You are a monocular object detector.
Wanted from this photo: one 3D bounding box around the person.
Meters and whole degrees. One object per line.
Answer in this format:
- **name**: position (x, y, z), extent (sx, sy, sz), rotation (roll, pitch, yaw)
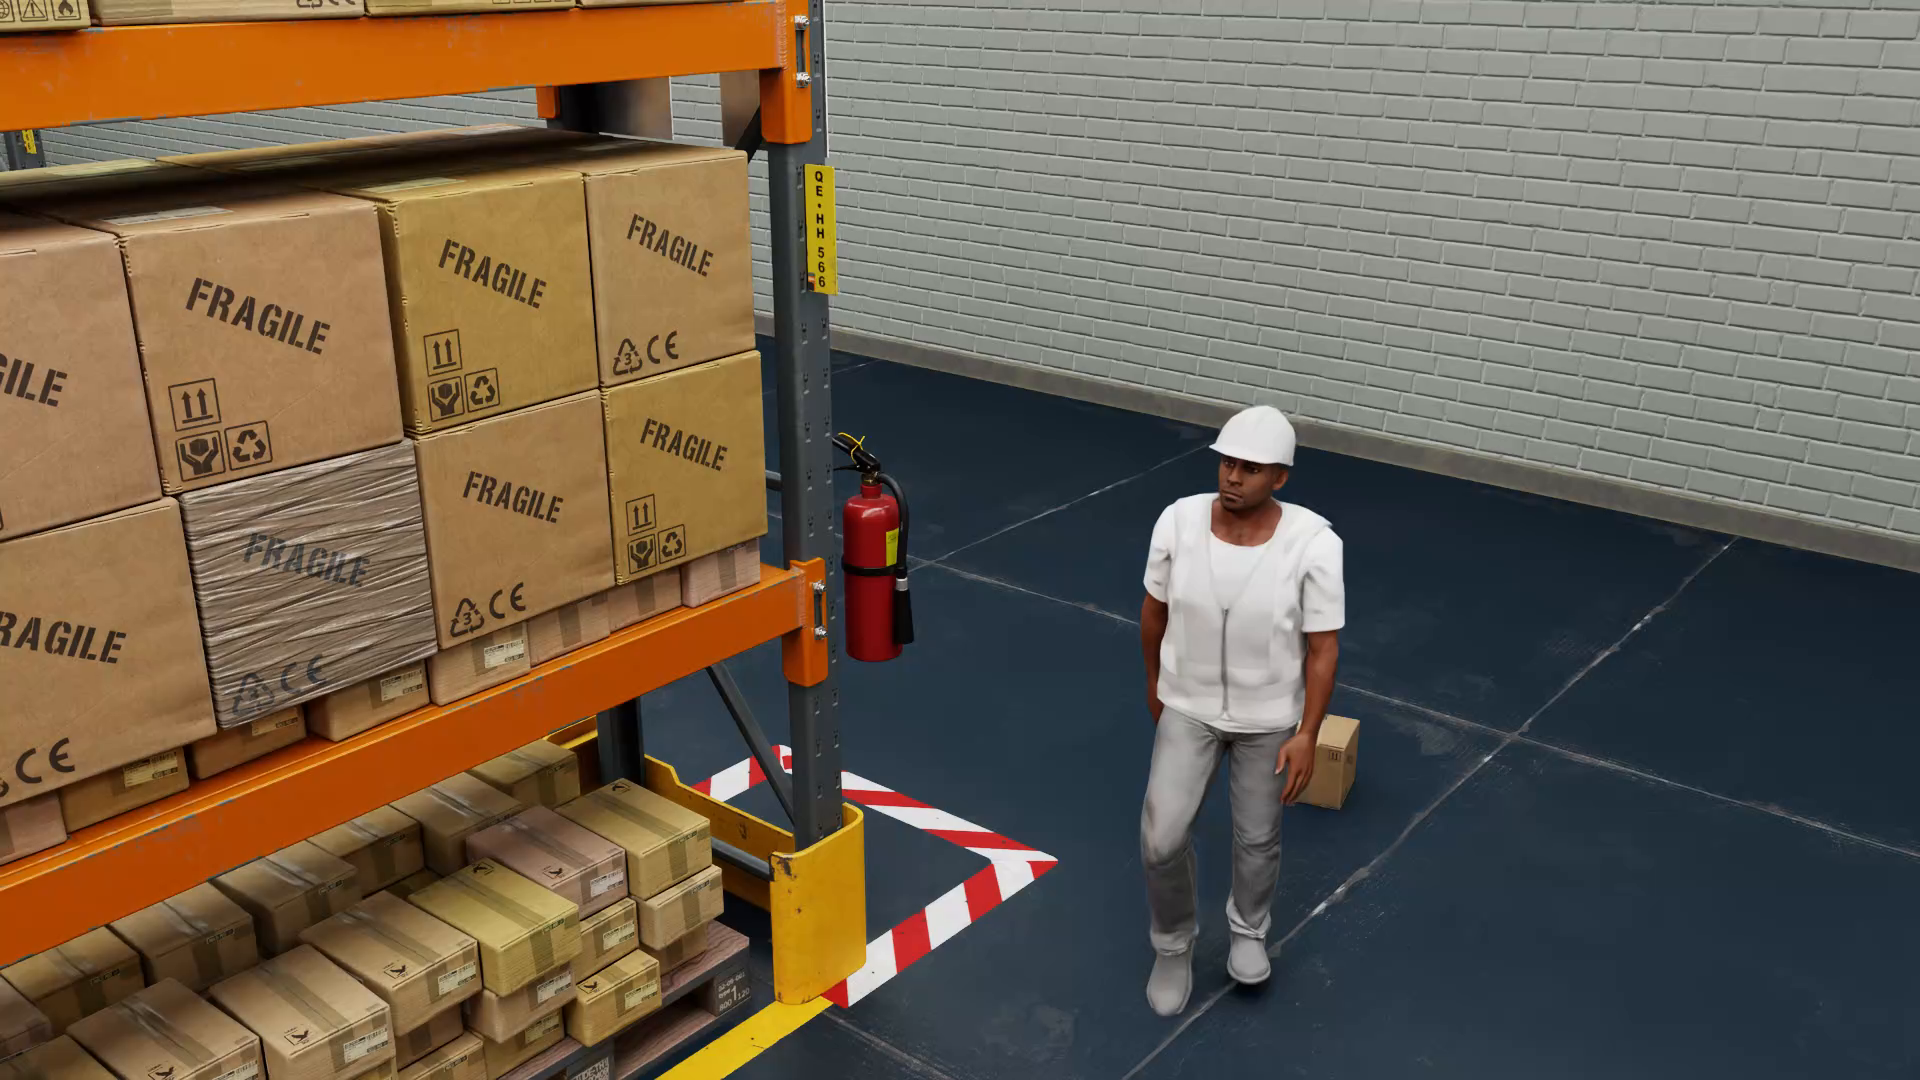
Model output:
- **person**: position (0.760, 0.504, 4.657), extent (0.574, 1.814, 0.524), rotation (6, 21, 16)
